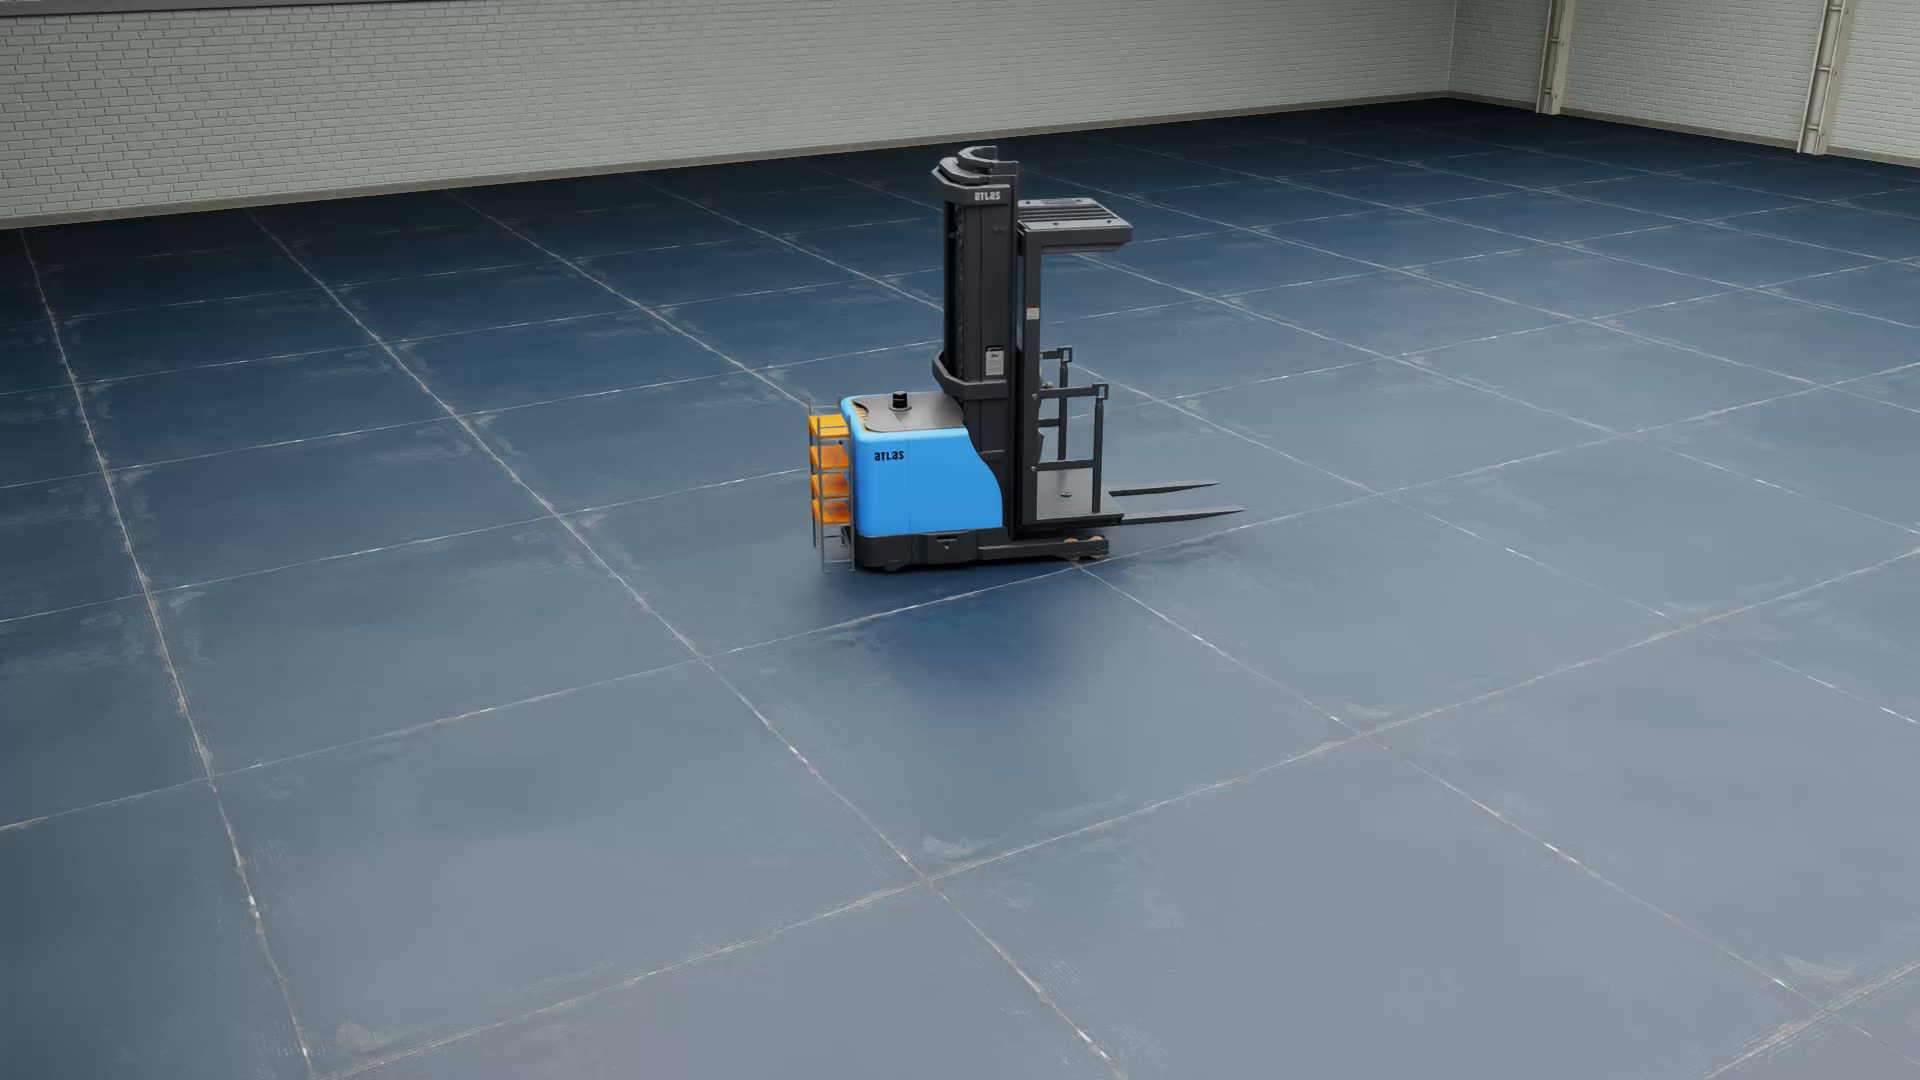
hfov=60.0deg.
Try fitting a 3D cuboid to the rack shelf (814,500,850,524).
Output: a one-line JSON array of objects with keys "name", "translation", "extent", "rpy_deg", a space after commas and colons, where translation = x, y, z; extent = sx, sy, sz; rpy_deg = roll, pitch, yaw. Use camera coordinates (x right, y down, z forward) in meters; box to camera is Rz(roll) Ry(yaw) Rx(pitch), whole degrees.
[{"name": "rack shelf", "translation": [-0.946, -0.216, 12.314], "extent": [0.221, 0.021, 0.457], "rpy_deg": [-5, 23, -11]}]

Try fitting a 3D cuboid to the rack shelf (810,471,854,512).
[{"name": "rack shelf", "translation": [-0.946, -0.350, 12.259], "extent": [0.258, 0.148, 0.480], "rpy_deg": [-5, 23, -11]}]

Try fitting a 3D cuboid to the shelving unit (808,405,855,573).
[{"name": "shelving unit", "translation": [-0.946, -0.412, 12.232], "extent": [0.258, 1.200, 0.499], "rpy_deg": [-5, 23, -11]}]

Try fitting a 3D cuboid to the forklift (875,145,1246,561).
[{"name": "forklift", "translation": [0.651, -1.390, 12.339], "extent": [3.031, 2.935, 1.121], "rpy_deg": [-4, 23, -11]}]

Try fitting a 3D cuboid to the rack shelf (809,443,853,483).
[{"name": "rack shelf", "translation": [-0.946, -0.558, 12.175], "extent": [0.258, 0.148, 0.480], "rpy_deg": [-5, 23, -11]}]

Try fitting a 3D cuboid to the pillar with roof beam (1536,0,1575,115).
[{"name": "pillar with roof beam", "translation": [8.591, -12.264, 31.034], "extent": [9.100, 9.000, 0.400], "rpy_deg": [-13, 25, -28]}]

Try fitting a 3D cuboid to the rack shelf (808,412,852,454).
[{"name": "rack shelf", "translation": [-0.946, -0.777, 12.086], "extent": [0.258, 0.148, 0.480], "rpy_deg": [-5, 23, -11]}]

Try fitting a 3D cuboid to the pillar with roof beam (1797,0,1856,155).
[{"name": "pillar with roof beam", "translation": [11.656, -10.322, 26.255], "extent": [9.100, 9.000, 0.400], "rpy_deg": [-13, 25, -28]}]

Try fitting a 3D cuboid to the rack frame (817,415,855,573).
[{"name": "rack frame", "translation": [-0.895, -0.323, 12.013], "extent": [0.240, 1.200, 0.015], "rpy_deg": [-5, 23, -11]}]

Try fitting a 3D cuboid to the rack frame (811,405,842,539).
[{"name": "rack frame", "translation": [-0.999, -0.503, 12.454], "extent": [0.228, 1.046, 0.006], "rpy_deg": [-5, 23, -11]}]
